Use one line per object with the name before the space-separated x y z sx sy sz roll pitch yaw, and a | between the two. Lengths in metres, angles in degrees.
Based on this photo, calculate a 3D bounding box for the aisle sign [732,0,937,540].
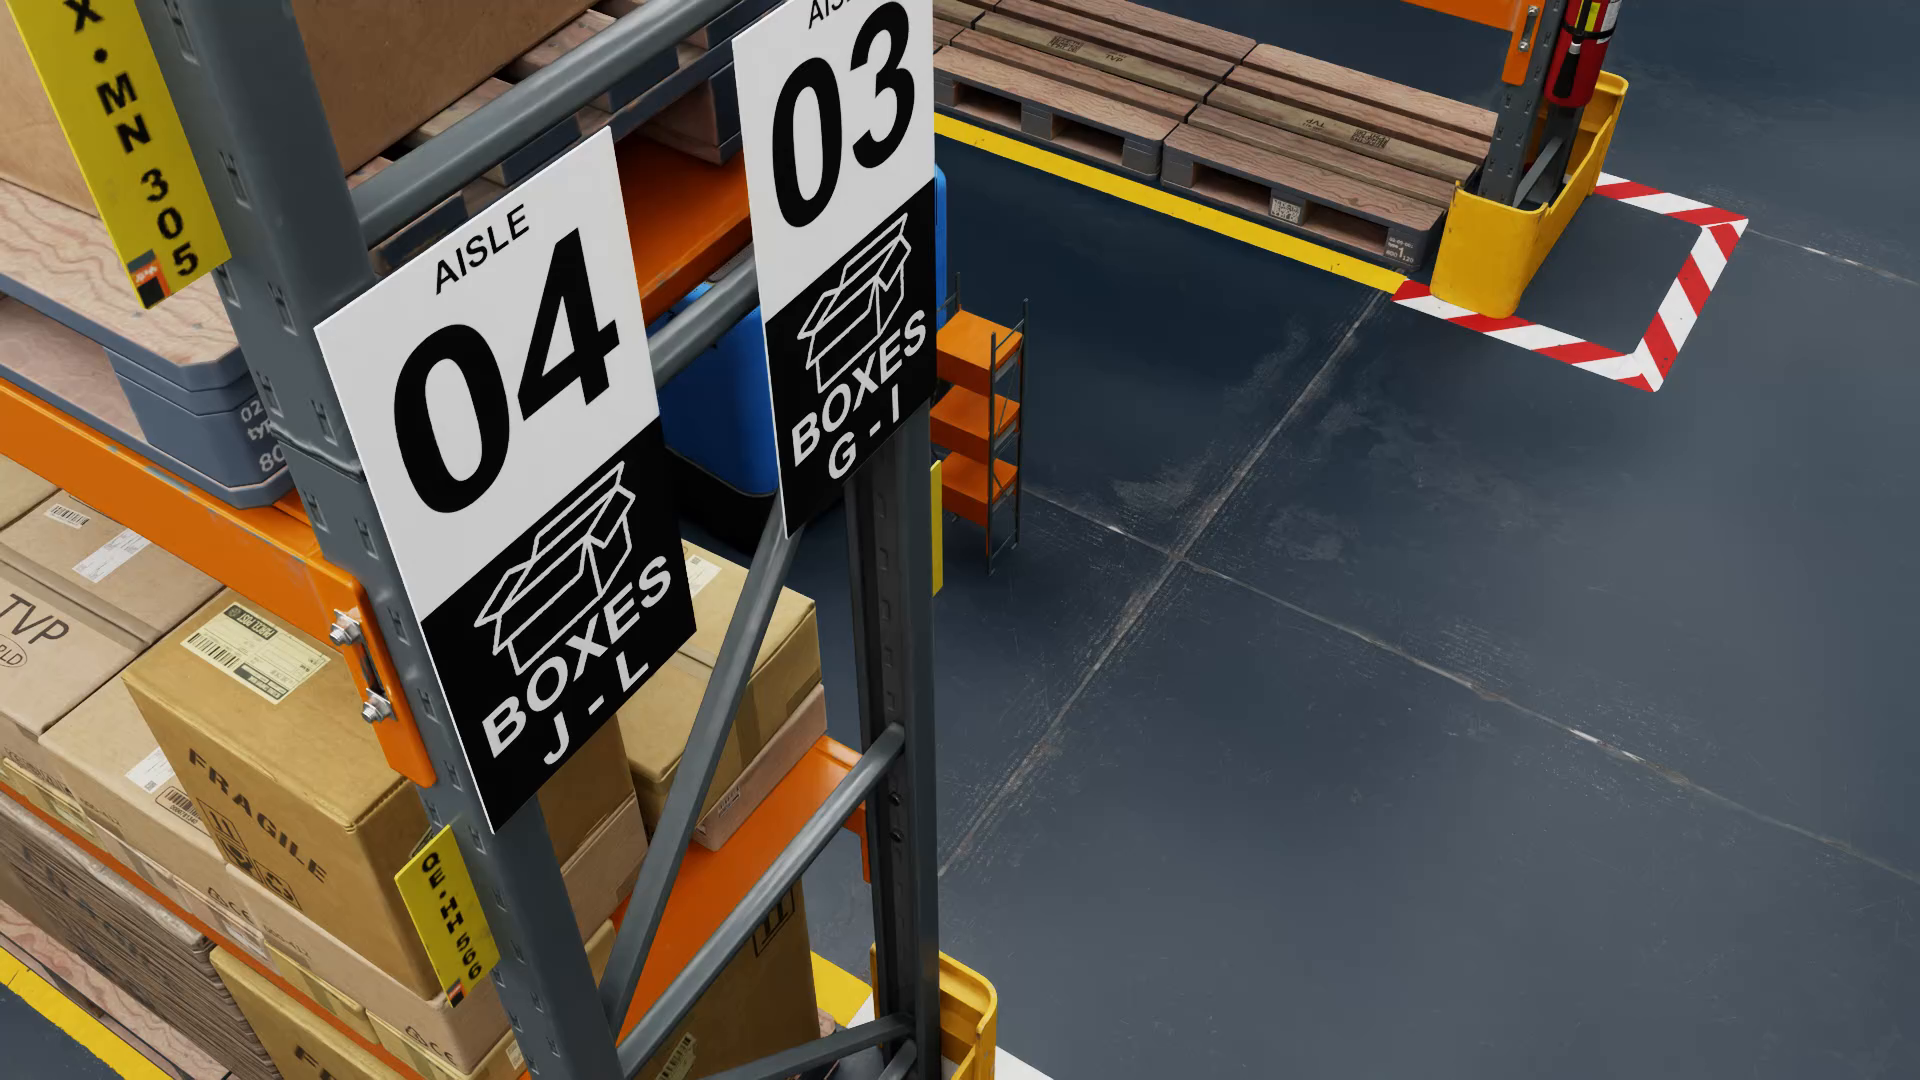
aisle sign | -0.144 -0.395 2.229 0.004 0.787 0.394 25 51 22

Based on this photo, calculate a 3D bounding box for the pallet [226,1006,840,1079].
pallet | -1.081 1.374 4.268 1.213 0.211 1.003 25 51 22

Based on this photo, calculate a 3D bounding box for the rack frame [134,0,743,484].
rack frame | -0.366 -1.426 0.861 0.127 3.000 1.000 25 51 22

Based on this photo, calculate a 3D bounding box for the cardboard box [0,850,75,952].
cardboard box | -2.463 0.362 4.495 0.875 0.875 0.875 25 51 22

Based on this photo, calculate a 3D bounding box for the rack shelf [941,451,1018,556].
rack shelf | 0.045 -0.144 5.560 0.240 0.259 0.215 25 51 22

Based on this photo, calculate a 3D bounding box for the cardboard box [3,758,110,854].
cardboard box | -1.704 0.419 3.427 0.250 0.149 0.380 24 50 21

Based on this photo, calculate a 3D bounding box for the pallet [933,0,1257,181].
pallet | 0.612 -2.169 7.711 1.213 0.211 1.003 25 51 22

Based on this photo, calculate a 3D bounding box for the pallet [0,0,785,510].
pallet | -0.996 -0.631 2.242 1.213 0.211 1.003 25 51 22

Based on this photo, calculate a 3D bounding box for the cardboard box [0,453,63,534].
cardboard box | -2.213 -0.007 3.562 0.500 0.250 0.500 25 51 22

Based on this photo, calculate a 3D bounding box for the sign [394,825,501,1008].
sign | -0.671 0.501 2.199 0.005 0.325 0.100 25 51 22

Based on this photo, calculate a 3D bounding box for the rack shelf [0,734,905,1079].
rack shelf | -2.050 0.141 4.023 4.000 0.370 1.077 25 51 22

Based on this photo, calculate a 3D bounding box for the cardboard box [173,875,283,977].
cardboard box | -1.275 0.615 3.236 0.250 0.149 0.380 25 51 22

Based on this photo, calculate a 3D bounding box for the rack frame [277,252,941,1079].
rack frame | -0.366 0.665 3.013 0.127 3.000 1.000 25 51 22

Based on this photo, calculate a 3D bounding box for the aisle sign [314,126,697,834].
aisle sign | -0.468 -0.032 1.877 0.004 0.787 0.394 25 51 22

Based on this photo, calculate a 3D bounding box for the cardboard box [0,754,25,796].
cardboard box | -1.923 0.319 3.524 0.250 0.149 0.380 25 51 22

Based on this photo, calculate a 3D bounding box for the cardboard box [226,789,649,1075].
cardboard box | -0.917 0.586 2.986 0.500 0.250 0.500 24 50 22

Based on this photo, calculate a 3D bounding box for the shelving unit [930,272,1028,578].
shelving unit | 0.045 -0.345 5.353 0.252 1.050 0.215 25 51 22

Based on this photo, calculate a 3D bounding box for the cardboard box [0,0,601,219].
cardboard box | -0.833 -0.766 1.879 0.500 0.500 0.700 22 50 20

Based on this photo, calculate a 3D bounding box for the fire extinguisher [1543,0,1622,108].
fire extinguisher | 2.189 -1.836 5.756 0.183 0.674 0.296 25 51 22

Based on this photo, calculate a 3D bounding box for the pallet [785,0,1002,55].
pallet | -0.419 -2.641 8.169 1.213 0.211 1.003 25 51 22

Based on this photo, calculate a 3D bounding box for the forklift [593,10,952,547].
forklift | -1.492 -1.890 5.543 3.031 2.935 1.130 30 53 26

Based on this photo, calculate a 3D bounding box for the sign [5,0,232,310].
sign | -0.671 -0.339 1.335 0.005 0.325 0.100 25 51 22

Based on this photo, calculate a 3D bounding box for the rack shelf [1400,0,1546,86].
rack shelf | 0.624 -2.849 6.928 4.000 0.370 1.077 25 51 22

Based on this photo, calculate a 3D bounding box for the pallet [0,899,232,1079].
pallet | -2.104 0.901 4.727 1.213 0.211 1.003 25 51 22

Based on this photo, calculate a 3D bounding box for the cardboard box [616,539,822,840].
cardboard box | -0.624 0.264 3.299 0.500 0.250 0.500 23 50 21

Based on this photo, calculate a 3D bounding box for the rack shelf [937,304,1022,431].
rack shelf | 0.045 -0.536 5.157 0.240 0.259 0.215 25 51 22

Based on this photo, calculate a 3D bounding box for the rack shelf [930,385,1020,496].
rack shelf | 0.045 -0.338 5.361 0.240 0.259 0.215 25 51 22

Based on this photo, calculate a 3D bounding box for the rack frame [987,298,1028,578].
rack frame | 0.148 -0.298 5.307 0.008 1.050 0.200 25 51 22

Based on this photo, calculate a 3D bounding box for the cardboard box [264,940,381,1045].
cardboard box | -1.063 0.714 3.140 0.250 0.149 0.380 25 51 22

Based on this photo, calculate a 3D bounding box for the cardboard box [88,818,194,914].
cardboard box | -1.485 0.518 3.330 0.250 0.149 0.380 26 51 23

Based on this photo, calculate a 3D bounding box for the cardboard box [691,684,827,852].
cardboard box | -0.487 0.416 3.430 0.250 0.149 0.380 25 51 23

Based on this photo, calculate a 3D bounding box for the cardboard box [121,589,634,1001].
cardboard box | -0.918 0.322 2.720 0.500 0.500 0.500 25 51 23

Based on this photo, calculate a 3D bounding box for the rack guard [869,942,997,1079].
rack guard | -0.346 1.545 3.900 0.348 0.500 1.175 25 51 22

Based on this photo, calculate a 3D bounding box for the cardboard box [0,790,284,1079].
cardboard box | -1.714 0.707 4.160 0.875 0.875 0.875 25 51 22

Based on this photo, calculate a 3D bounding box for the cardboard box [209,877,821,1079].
cardboard box | -0.948 1.059 3.818 0.875 0.875 0.875 25 51 22

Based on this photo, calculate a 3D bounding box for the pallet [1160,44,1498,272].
pallet | 1.635 -1.696 7.251 1.213 0.211 1.003 25 51 22

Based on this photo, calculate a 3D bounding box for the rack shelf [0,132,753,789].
rack shelf | -2.050 -0.904 2.947 4.000 0.370 1.077 25 51 22

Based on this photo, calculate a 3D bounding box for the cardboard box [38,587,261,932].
cardboard box | -1.344 0.389 3.178 0.500 0.250 0.500 24 50 21

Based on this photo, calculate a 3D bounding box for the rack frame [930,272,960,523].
rack frame | -0.058 -0.392 5.399 0.008 1.050 0.200 25 51 22

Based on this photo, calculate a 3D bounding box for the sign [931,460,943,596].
sign | -0.062 0.003 2.997 0.005 0.325 0.100 25 51 22

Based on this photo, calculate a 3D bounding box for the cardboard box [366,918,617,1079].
cardboard box | -0.844 0.813 3.043 0.250 0.149 0.380 26 51 23

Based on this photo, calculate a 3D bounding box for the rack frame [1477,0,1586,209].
rack frame | 2.308 -2.325 5.918 0.127 3.000 1.000 25 51 22

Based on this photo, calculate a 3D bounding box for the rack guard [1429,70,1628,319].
rack guard | 2.335 -1.453 6.813 0.348 0.500 1.175 25 51 22

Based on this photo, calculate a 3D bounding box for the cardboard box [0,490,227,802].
cardboard box | -1.773 0.192 3.369 0.500 0.250 0.500 23 50 21
